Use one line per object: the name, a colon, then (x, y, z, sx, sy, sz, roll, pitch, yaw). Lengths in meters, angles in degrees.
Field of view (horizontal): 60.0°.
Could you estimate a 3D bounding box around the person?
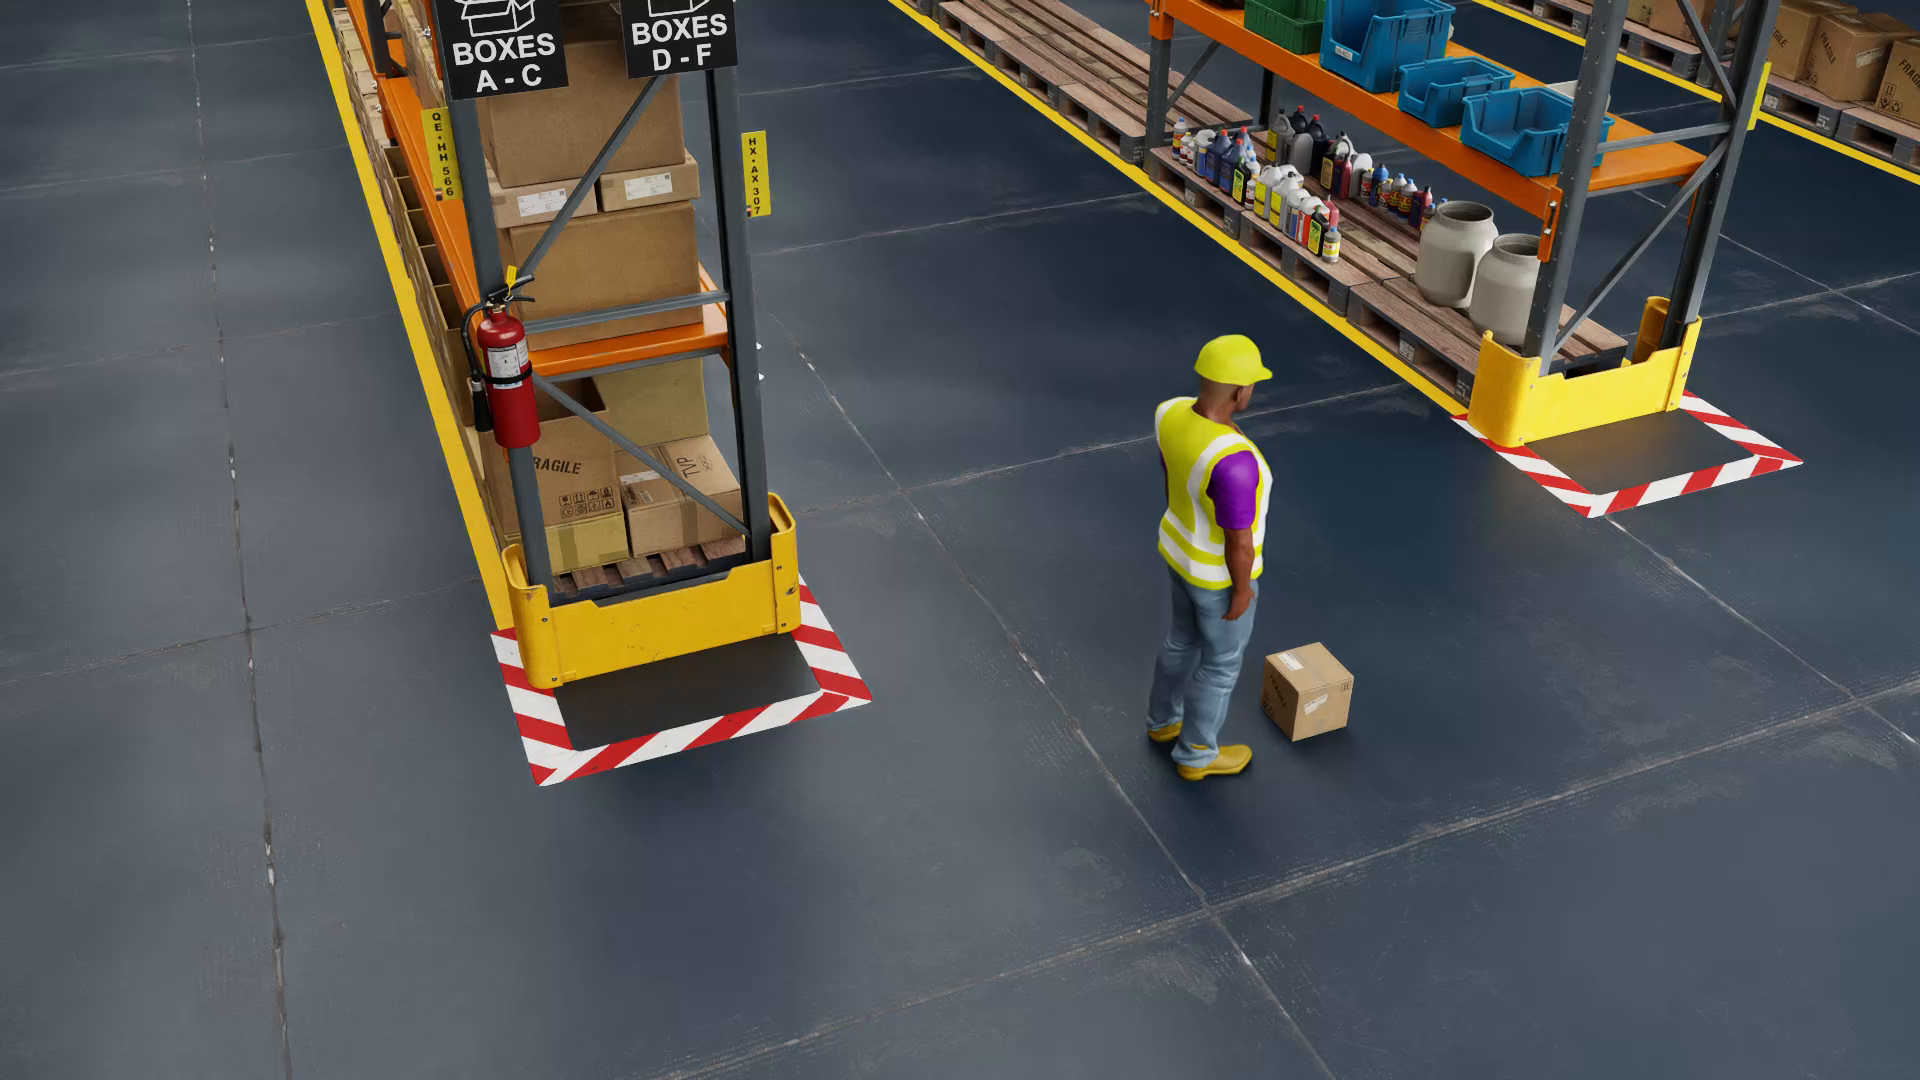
person: (0.898, 0.064, 6.023, 0.360, 1.762, 0.566, -12, 35, -18)
